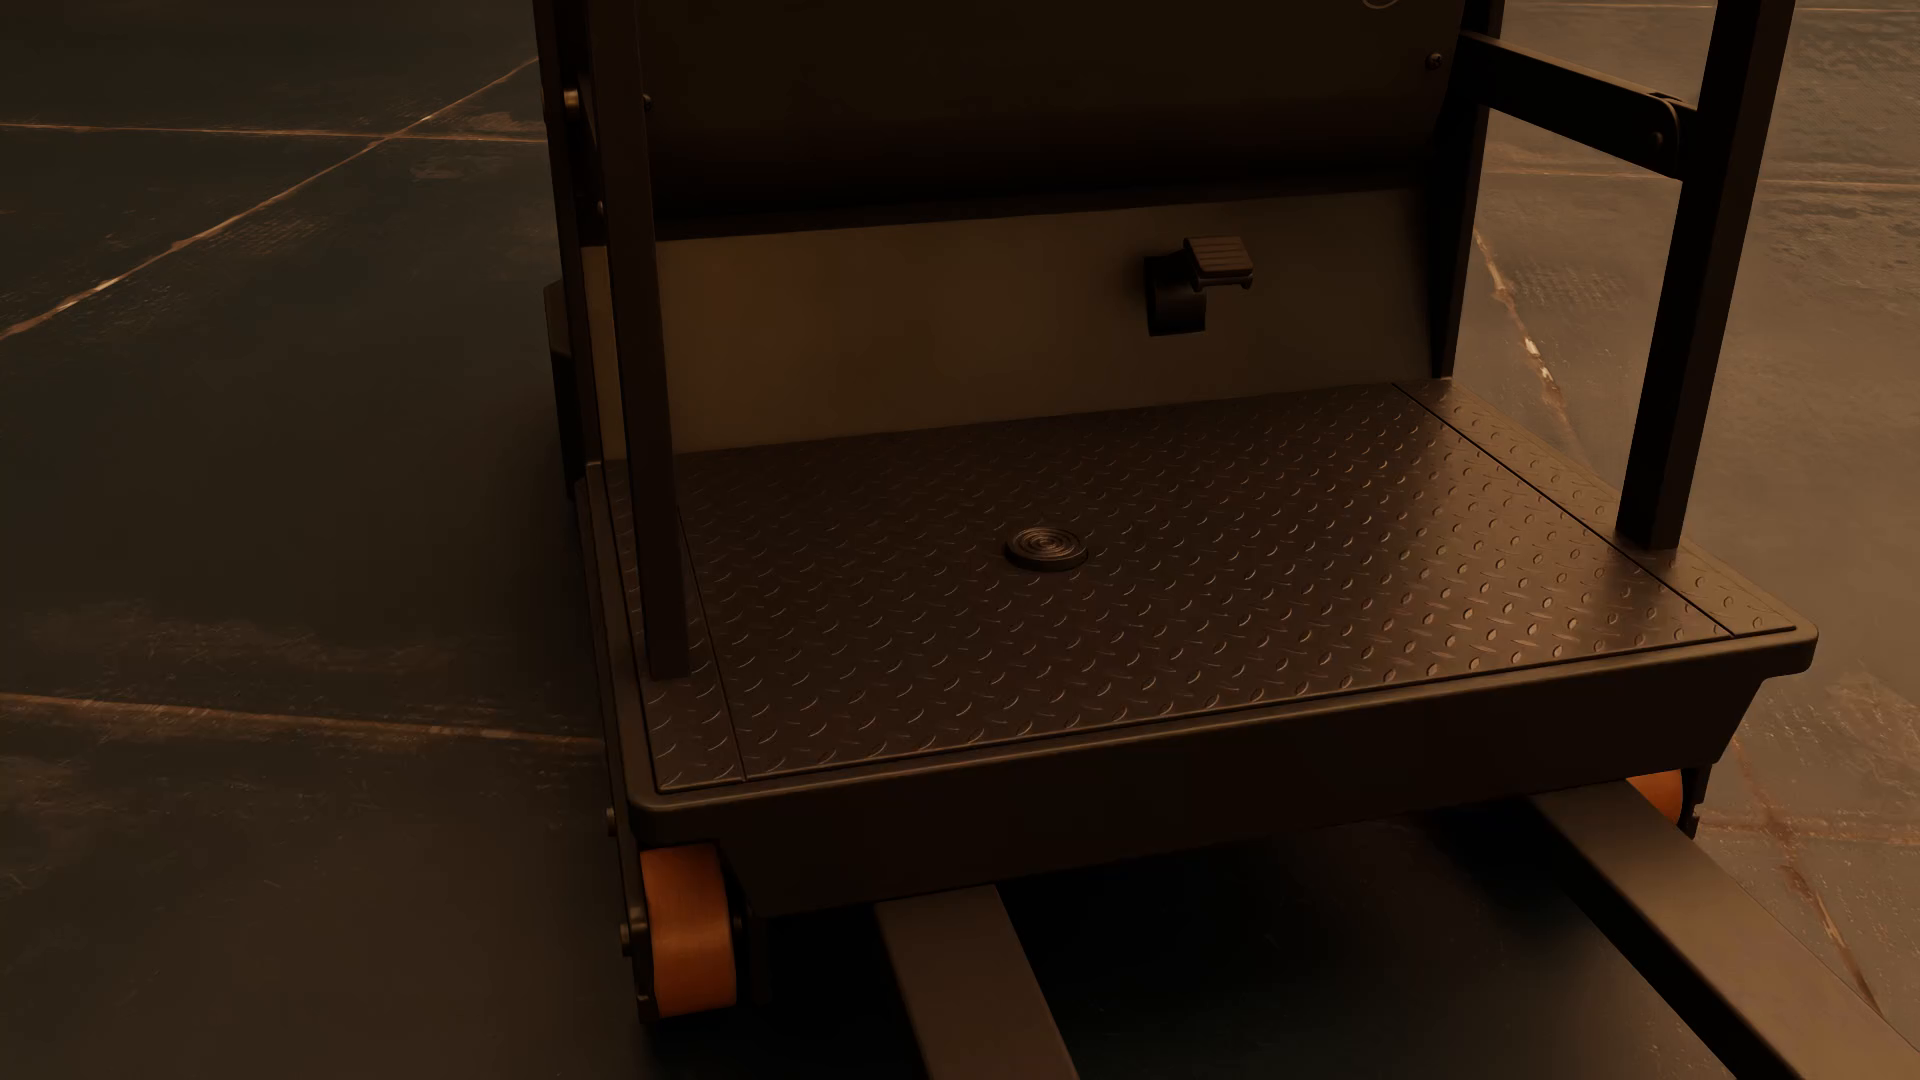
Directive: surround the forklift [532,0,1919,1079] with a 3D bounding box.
[{"bbox_3d":[0.153,-1.049,1.319,1.130,2.935,3.031,-7,27,-13],"label":"forklift"}]
